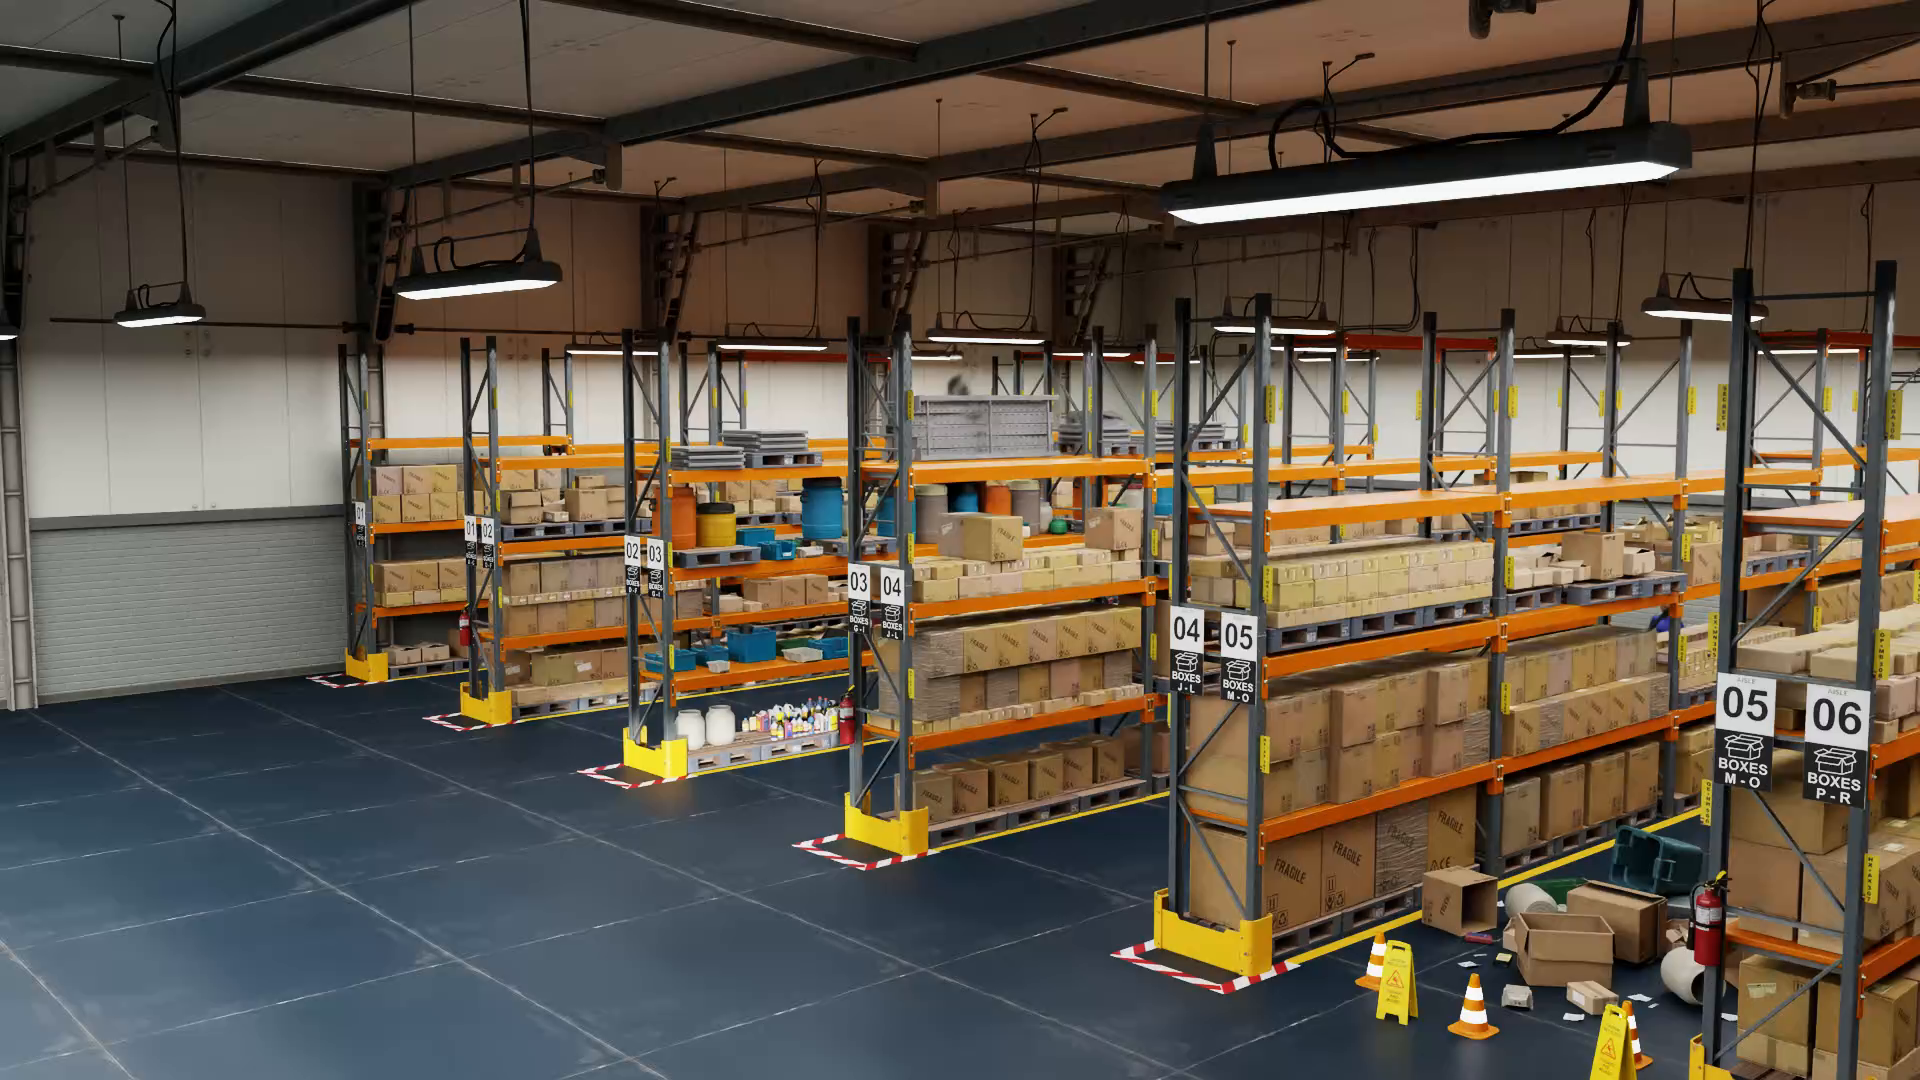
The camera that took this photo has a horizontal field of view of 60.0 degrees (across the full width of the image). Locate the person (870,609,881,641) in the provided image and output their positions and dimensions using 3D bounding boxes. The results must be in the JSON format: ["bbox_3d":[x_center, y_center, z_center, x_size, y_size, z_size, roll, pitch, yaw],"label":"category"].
[{"bbox_3d":[-1.547,1.539,28.210,0.595,1.710,0.976,3,6,33],"label":"person"}]

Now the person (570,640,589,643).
[{"bbox_3d":[-6.730,1.705,29.642,0.578,1.610,0.646,4,6,35],"label":"person"}]

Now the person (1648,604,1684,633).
[{"bbox_3d":[11.896,1.863,28.008,0.579,1.687,0.713,2,6,22],"label":"person"}]
